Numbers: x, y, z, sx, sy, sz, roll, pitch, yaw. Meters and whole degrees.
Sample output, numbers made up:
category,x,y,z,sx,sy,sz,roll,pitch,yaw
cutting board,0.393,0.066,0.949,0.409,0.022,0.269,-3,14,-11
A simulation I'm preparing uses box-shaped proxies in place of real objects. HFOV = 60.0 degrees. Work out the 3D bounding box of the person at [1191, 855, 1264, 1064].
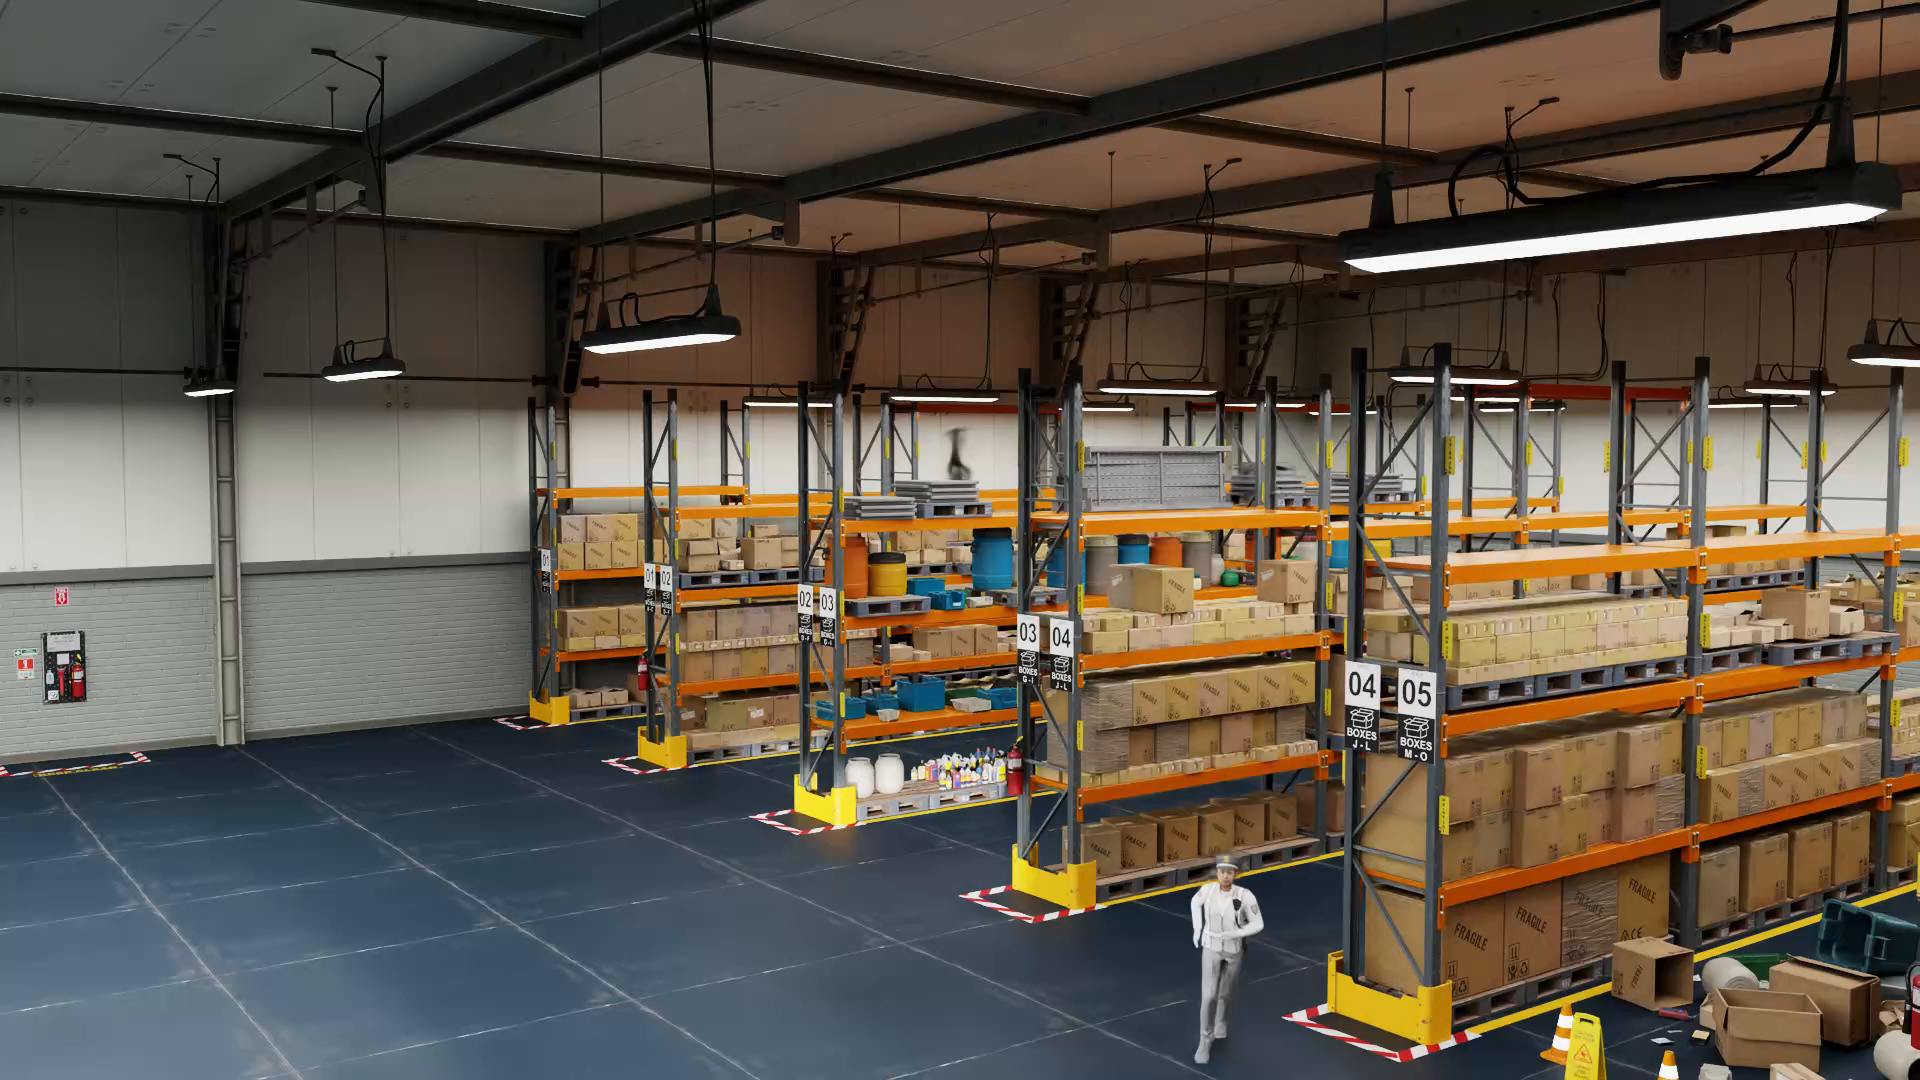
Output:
category,x,y,z,sx,sy,sz,roll,pitch,yaw
person,2.256,3.493,14.071,0.613,1.749,0.703,1,3,10
